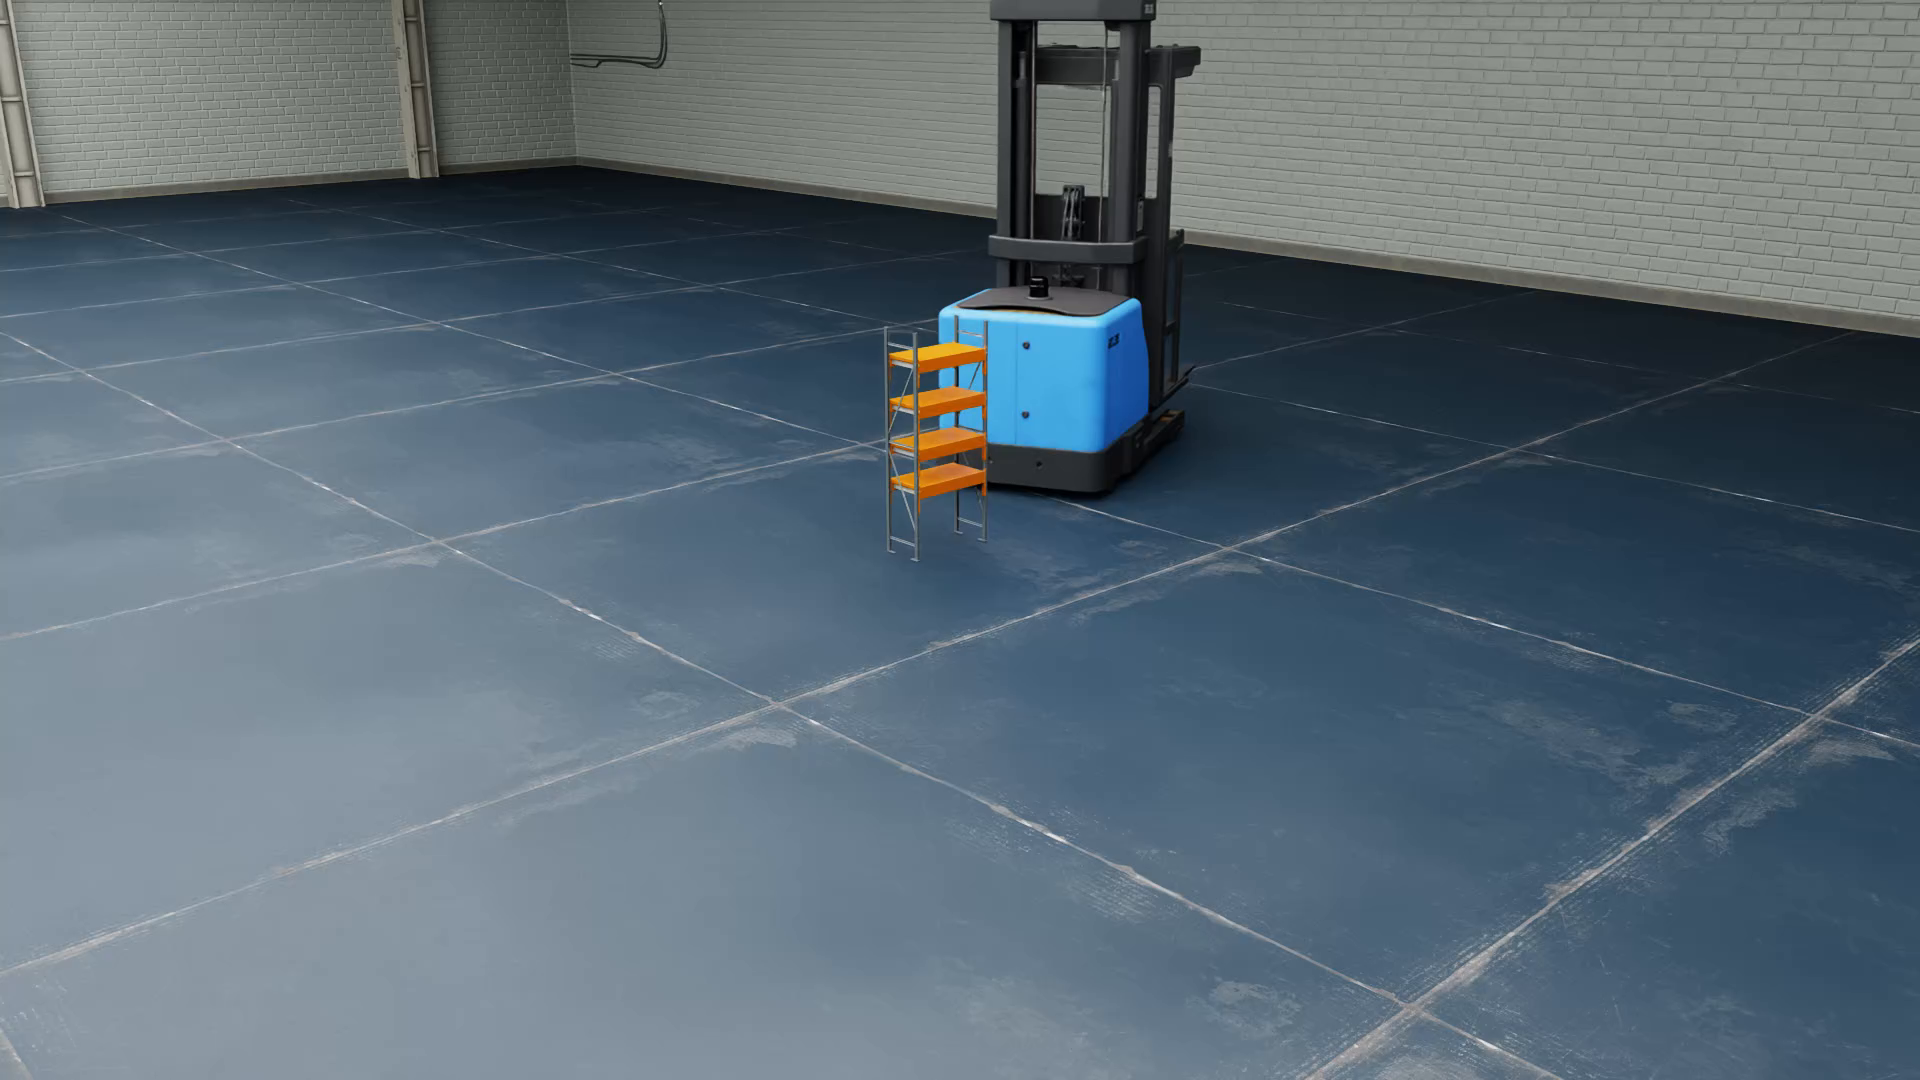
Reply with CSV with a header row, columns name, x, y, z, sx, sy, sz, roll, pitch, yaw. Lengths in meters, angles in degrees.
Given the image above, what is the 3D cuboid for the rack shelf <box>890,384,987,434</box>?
name,x,y,z,sx,sy,sz,roll,pitch,yaw
rack shelf,-0.120,-0.684,8.643,0.480,0.148,0.258,-16,24,-41

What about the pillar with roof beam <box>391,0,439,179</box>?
name,x,y,z,sx,sy,sz,roll,pitch,yaw
pillar with roof beam,-5.907,-9.320,23.139,0.400,9.000,9.100,-16,24,-41

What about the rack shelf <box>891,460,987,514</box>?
name,x,y,z,sx,sy,sz,roll,pitch,yaw
rack shelf,-0.120,-0.283,8.773,0.480,0.148,0.258,-16,24,-41

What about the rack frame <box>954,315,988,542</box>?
name,x,y,z,sx,sy,sz,roll,pitch,yaw
rack frame,0.057,-0.587,8.851,0.015,1.200,0.240,-16,24,-41

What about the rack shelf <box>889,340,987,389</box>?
name,x,y,z,sx,sy,sz,roll,pitch,yaw
rack shelf,-0.120,-0.909,8.570,0.480,0.148,0.258,-16,24,-41

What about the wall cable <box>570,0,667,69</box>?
name,x,y,z,sx,sy,sz,roll,pitch,yaw
wall cable,-5.816,-9.135,27.604,0.112,2.526,3.097,-16,24,-41

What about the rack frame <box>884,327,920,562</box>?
name,x,y,z,sx,sy,sz,roll,pitch,yaw
rack frame,-0.298,-0.484,8.532,0.015,1.200,0.240,-16,24,-41

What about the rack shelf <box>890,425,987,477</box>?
name,x,y,z,sx,sy,sz,roll,pitch,yaw
rack shelf,-0.120,-0.472,8.712,0.480,0.148,0.258,-16,24,-41

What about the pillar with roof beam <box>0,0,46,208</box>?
name,x,y,z,sx,sy,sz,roll,pitch,yaw
pillar with roof beam,-10.267,-8.048,19.217,0.400,9.000,9.100,-16,24,-41

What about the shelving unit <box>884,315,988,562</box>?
name,x,y,z,sx,sy,sz,roll,pitch,yaw
shelving unit,-0.120,-0.536,8.691,0.503,1.200,0.258,-16,24,-41

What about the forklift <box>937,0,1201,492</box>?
name,x,y,z,sx,sy,sz,roll,pitch,yaw
forklift,0.868,-2.083,10.658,1.130,2.935,3.031,7,19,20
